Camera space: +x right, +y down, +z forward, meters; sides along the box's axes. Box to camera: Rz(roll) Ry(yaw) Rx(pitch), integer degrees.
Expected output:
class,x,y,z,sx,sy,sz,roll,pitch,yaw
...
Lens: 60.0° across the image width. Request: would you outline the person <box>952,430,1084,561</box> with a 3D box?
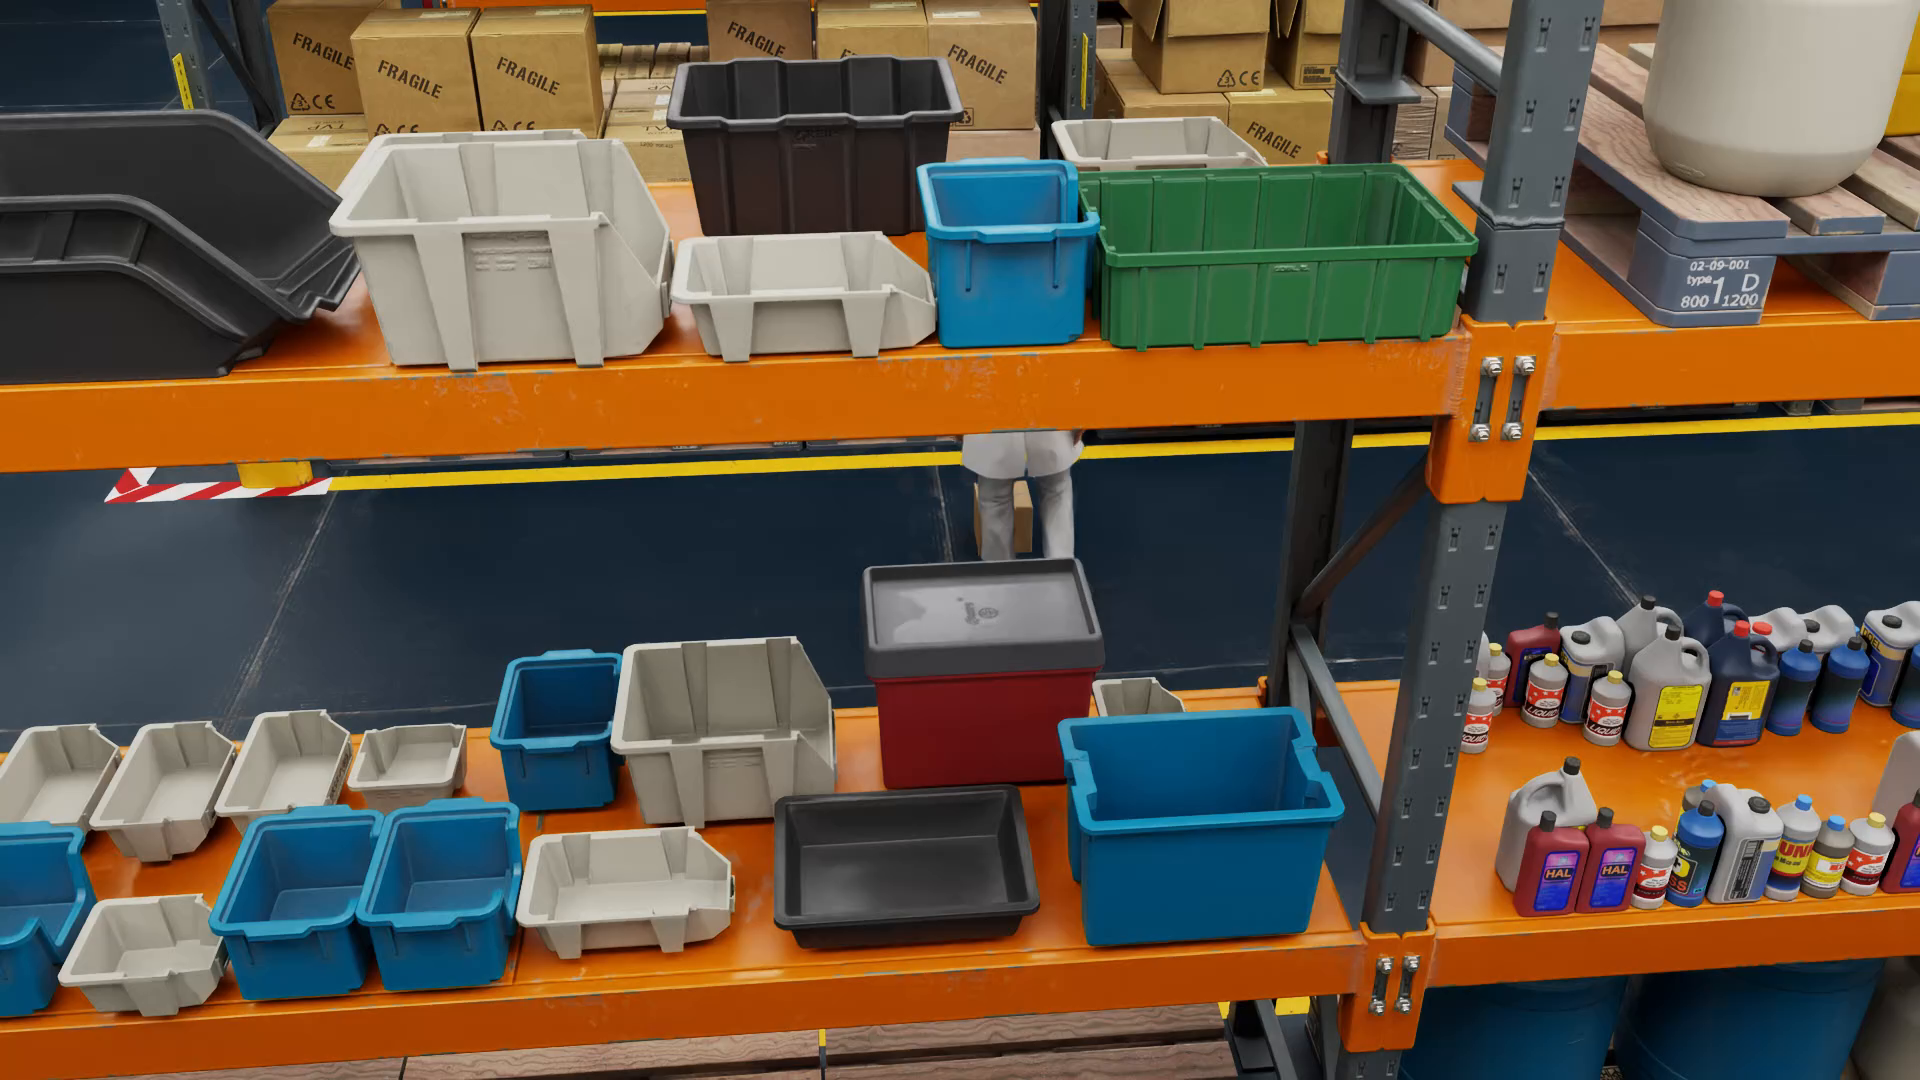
class,x,y,z,sx,sy,sz,roll,pitch,yaw
person,0.245,-0.507,7.016,0.639,1.829,0.543,-3,31,-5
